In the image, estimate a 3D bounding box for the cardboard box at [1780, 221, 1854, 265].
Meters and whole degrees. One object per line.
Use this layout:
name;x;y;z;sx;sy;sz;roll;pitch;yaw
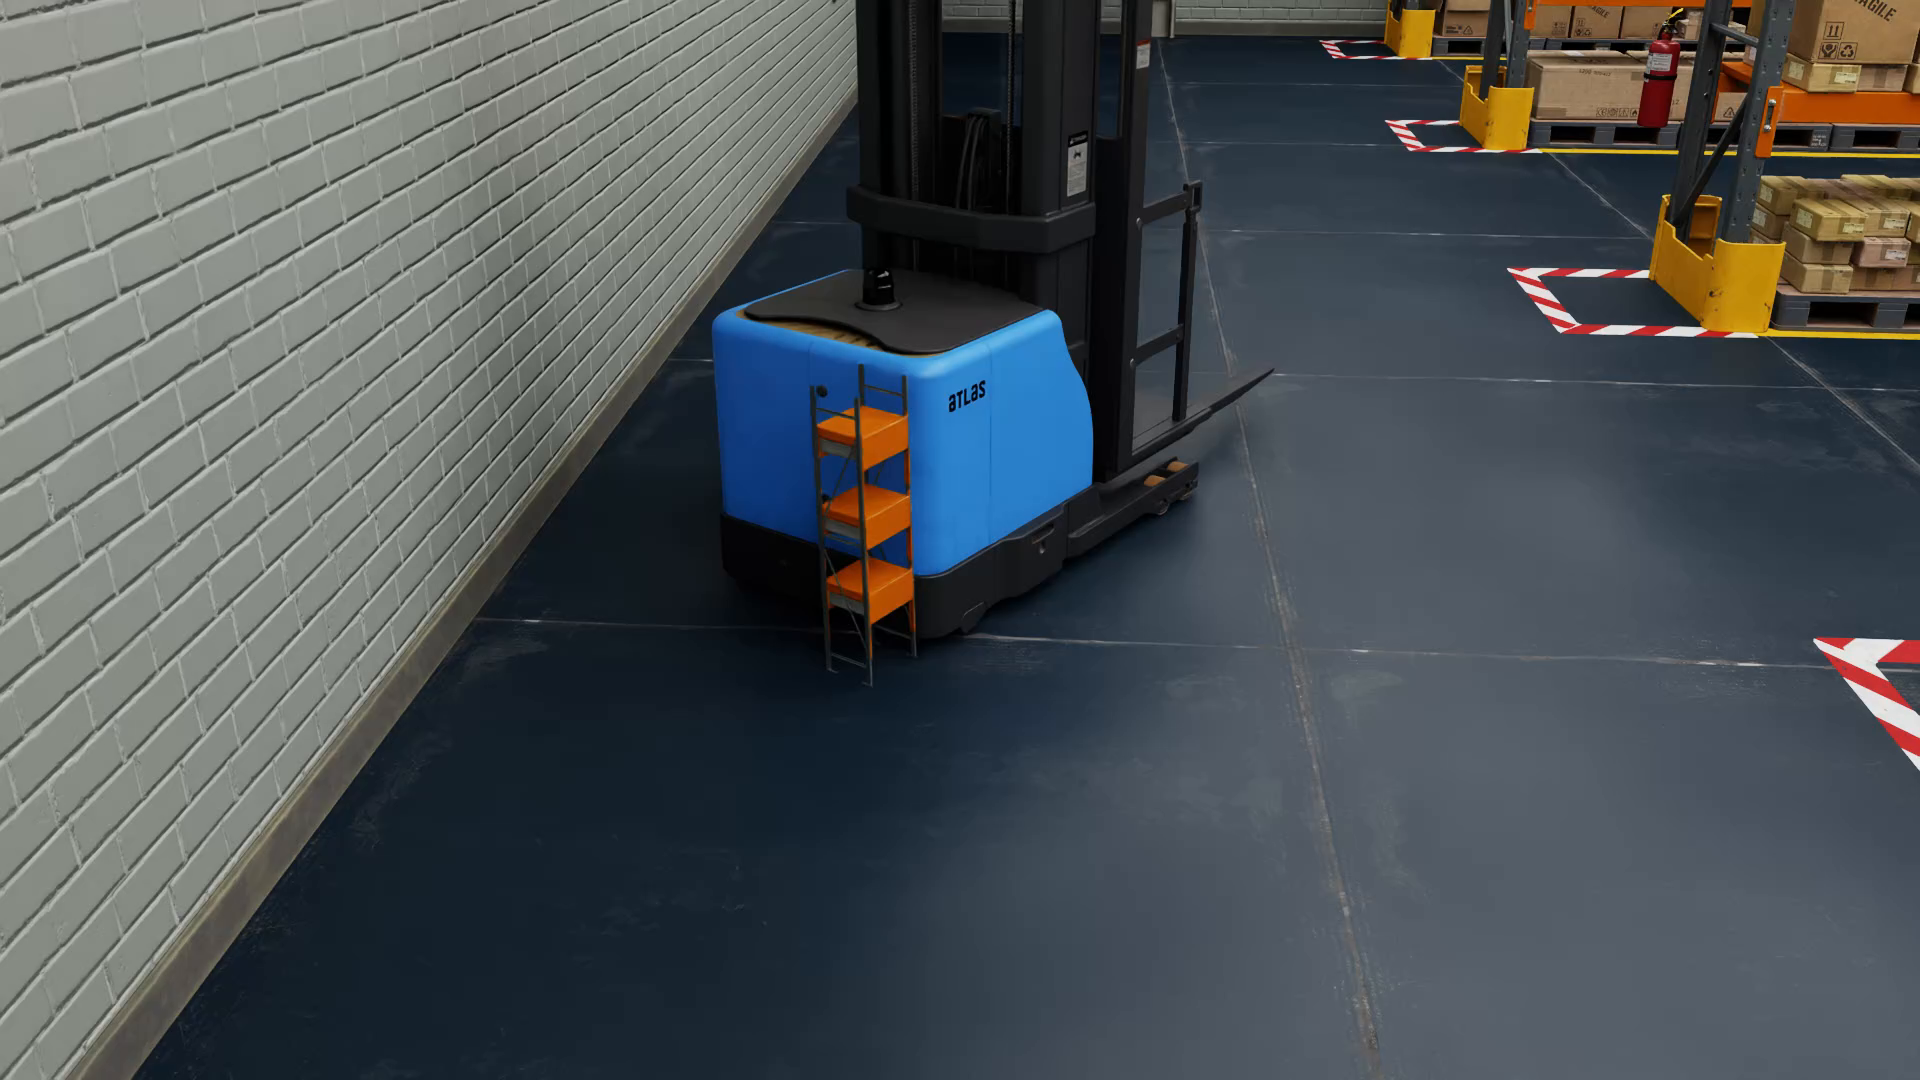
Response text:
cardboard box;4.812;-1.671;9.345;0.250;0.149;0.380;3;25;6

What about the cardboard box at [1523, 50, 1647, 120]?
cardboard box;5.253;-3.877;14.151;0.875;0.438;0.875;1;25;2

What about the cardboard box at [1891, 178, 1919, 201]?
cardboard box;5.624;-1.996;9.696;0.250;0.149;0.380;1;25;2

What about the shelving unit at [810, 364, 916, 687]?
shelving unit;-0.317;-0.040;5.573;0.215;1.050;0.252;17;31;33

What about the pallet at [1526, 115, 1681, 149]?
pallet;5.391;-3.570;14.256;1.213;0.211;1.003;2;25;4

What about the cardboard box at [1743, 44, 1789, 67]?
cardboard box;4.656;-2.757;9.453;0.250;0.149;0.380;2;25;4

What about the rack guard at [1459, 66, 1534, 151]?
rack guard;4.563;-3.695;14.182;0.348;0.500;1.175;2;25;4

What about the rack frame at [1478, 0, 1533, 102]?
rack frame;4.587;-4.830;13.658;0.127;3.000;1.000;2;25;4

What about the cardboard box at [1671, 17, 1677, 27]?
cardboard box;7.879;-5.800;18.675;0.250;0.149;0.380;2;25;3

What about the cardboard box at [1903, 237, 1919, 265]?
cardboard box;5.331;-1.667;9.337;0.250;0.149;0.380;2;25;5

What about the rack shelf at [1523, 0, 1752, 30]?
rack shelf;6.581;-4.439;13.669;4.000;0.370;1.077;2;25;4

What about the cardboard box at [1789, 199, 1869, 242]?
cardboard box;4.805;-1.771;9.207;0.250;0.149;0.380;1;25;2

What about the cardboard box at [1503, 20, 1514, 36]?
cardboard box;5.987;-5.706;18.469;0.250;0.149;0.380;1;25;2

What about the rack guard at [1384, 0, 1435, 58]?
rack guard;5.039;-5.761;18.672;0.348;0.500;1.175;2;25;4

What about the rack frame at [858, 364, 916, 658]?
rack frame;-0.245;-0.084;5.661;0.200;1.050;0.008;17;31;33

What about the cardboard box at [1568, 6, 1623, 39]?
cardboard box;6.935;-5.793;18.239;0.500;0.500;0.500;2;25;5

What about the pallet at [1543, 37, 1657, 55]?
pallet;7.047;-5.564;18.590;1.213;0.211;1.003;2;25;4

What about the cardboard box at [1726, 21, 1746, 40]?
cardboard box;8.374;-5.562;18.157;0.250;0.149;0.380;1;25;2

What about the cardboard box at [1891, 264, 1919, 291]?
cardboard box;5.322;-1.530;9.394;0.250;0.149;0.380;2;25;5

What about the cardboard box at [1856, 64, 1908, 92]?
cardboard box;4.864;-2.512;8.920;0.250;0.149;0.380;3;25;6

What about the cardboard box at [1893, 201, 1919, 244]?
cardboard box;5.331;-1.751;9.163;0.250;0.149;0.380;2;25;4

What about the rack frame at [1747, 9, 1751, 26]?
rack frame;8.952;-6.771;17.876;0.127;3.000;1.000;2;25;4

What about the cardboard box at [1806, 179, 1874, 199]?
cardboard box;5.102;-1.986;9.675;0.250;0.149;0.380;2;25;5

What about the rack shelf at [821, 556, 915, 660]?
rack shelf;-0.312;0.219;5.699;0.215;0.259;0.240;17;31;33

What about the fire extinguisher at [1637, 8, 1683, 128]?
fire extinguisher;4.093;-2.759;9.697;0.183;0.674;0.296;2;25;4

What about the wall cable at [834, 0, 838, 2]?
wall cable;-1.037;-5.476;13.810;0.123;1.953;0.585;2;25;4

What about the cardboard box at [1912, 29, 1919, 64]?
cardboard box;5.271;-2.808;8.789;0.500;0.500;0.500;2;25;4

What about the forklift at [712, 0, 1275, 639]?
forklift;0.366;-1.542;6.595;1.130;2.935;3.031;17;30;32

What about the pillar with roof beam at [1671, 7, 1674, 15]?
pillar with roof beam;7.997;-8.100;13.588;0.400;9.000;9.100;2;25;4

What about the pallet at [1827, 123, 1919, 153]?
pallet;7.823;-3.492;14.087;1.213;0.211;1.003;2;25;4

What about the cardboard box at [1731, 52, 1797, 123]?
cardboard box;7.065;-3.822;14.030;0.875;0.438;0.875;1;25;2

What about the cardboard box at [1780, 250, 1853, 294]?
cardboard box;4.807;-1.509;9.349;0.250;0.149;0.380;2;25;5
